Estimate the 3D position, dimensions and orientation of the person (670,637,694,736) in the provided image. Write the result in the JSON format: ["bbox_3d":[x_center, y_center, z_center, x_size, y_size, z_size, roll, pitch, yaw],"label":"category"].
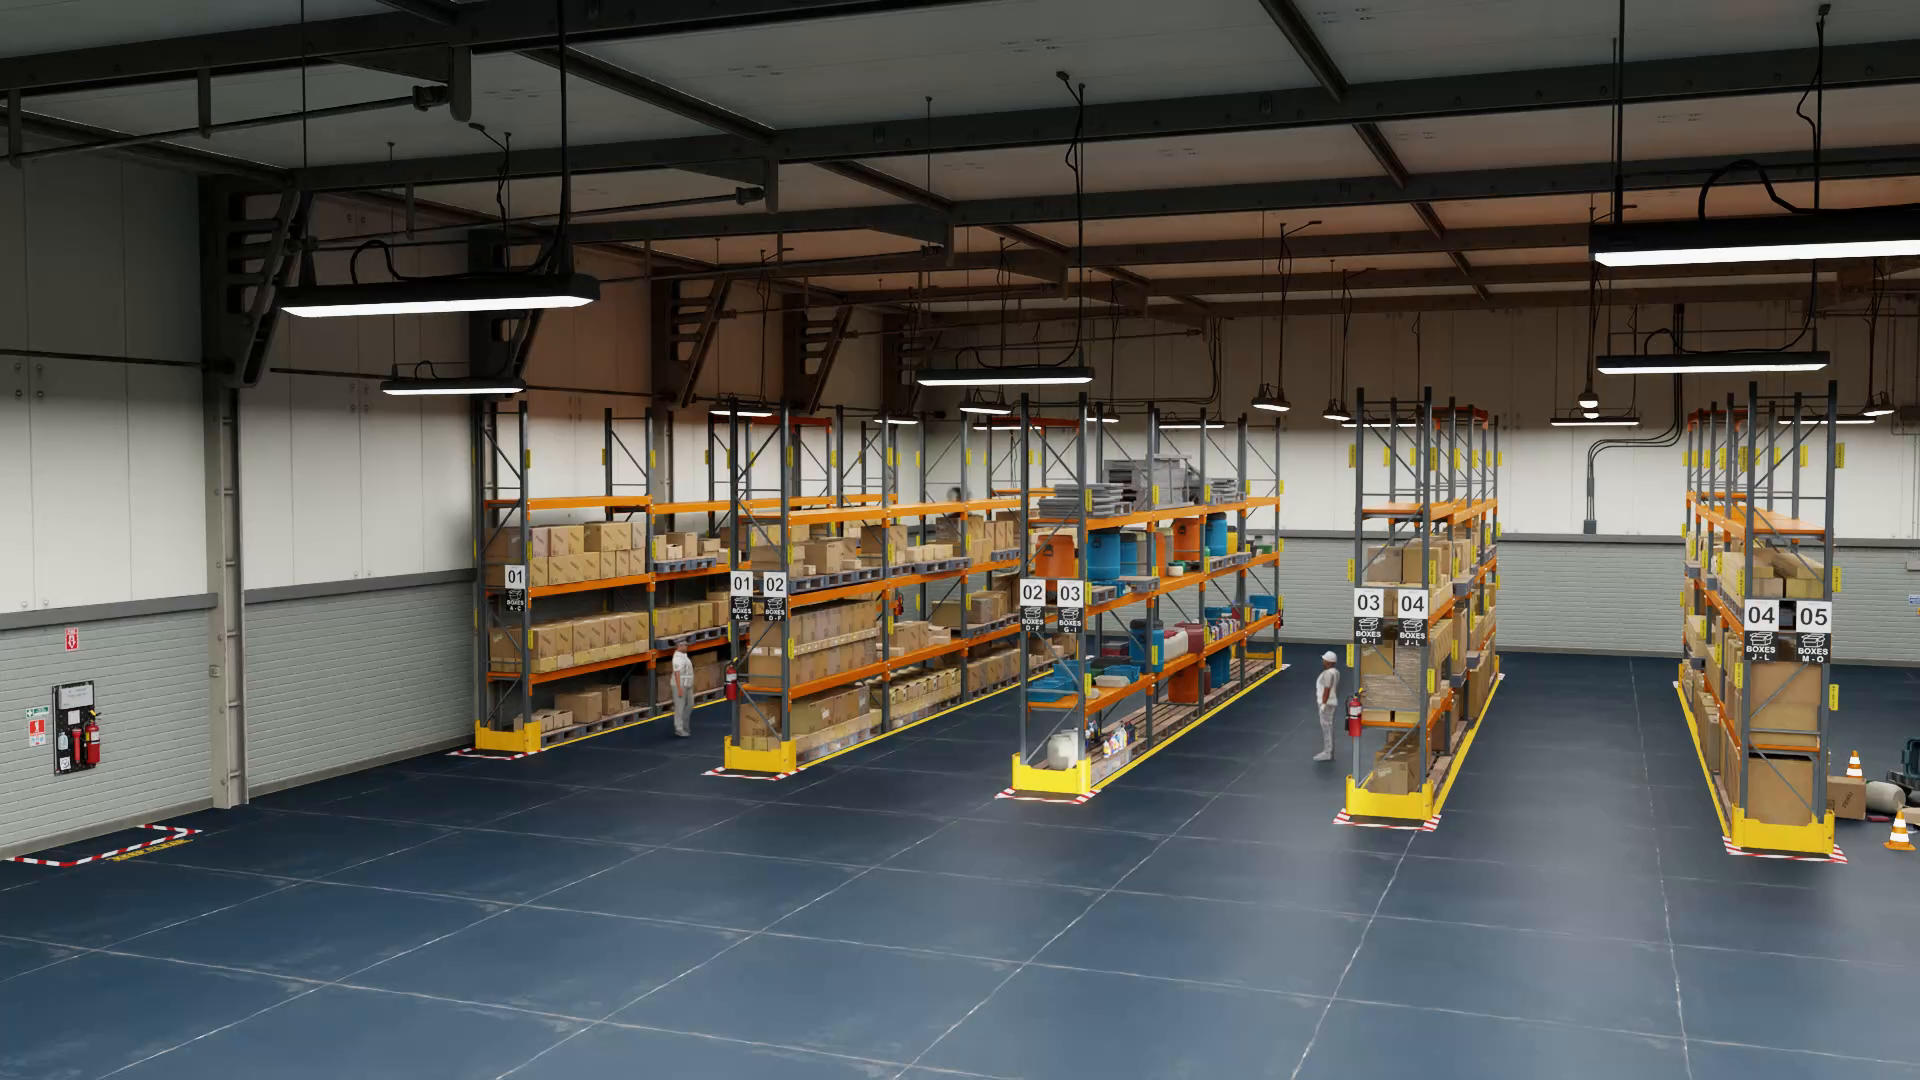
[{"bbox_3d":[-5.046,2.697,30.221,0.413,1.867,0.594,1,3,13],"label":"person"}]

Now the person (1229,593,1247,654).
[{"bbox_3d":[7.133,2.114,42.689,0.444,1.586,0.994,1,3,23],"label":"person"}]

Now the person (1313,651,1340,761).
[{"bbox_3d":[6.122,2.755,27.795,0.448,1.787,0.588,0,3,9],"label":"person"}]
